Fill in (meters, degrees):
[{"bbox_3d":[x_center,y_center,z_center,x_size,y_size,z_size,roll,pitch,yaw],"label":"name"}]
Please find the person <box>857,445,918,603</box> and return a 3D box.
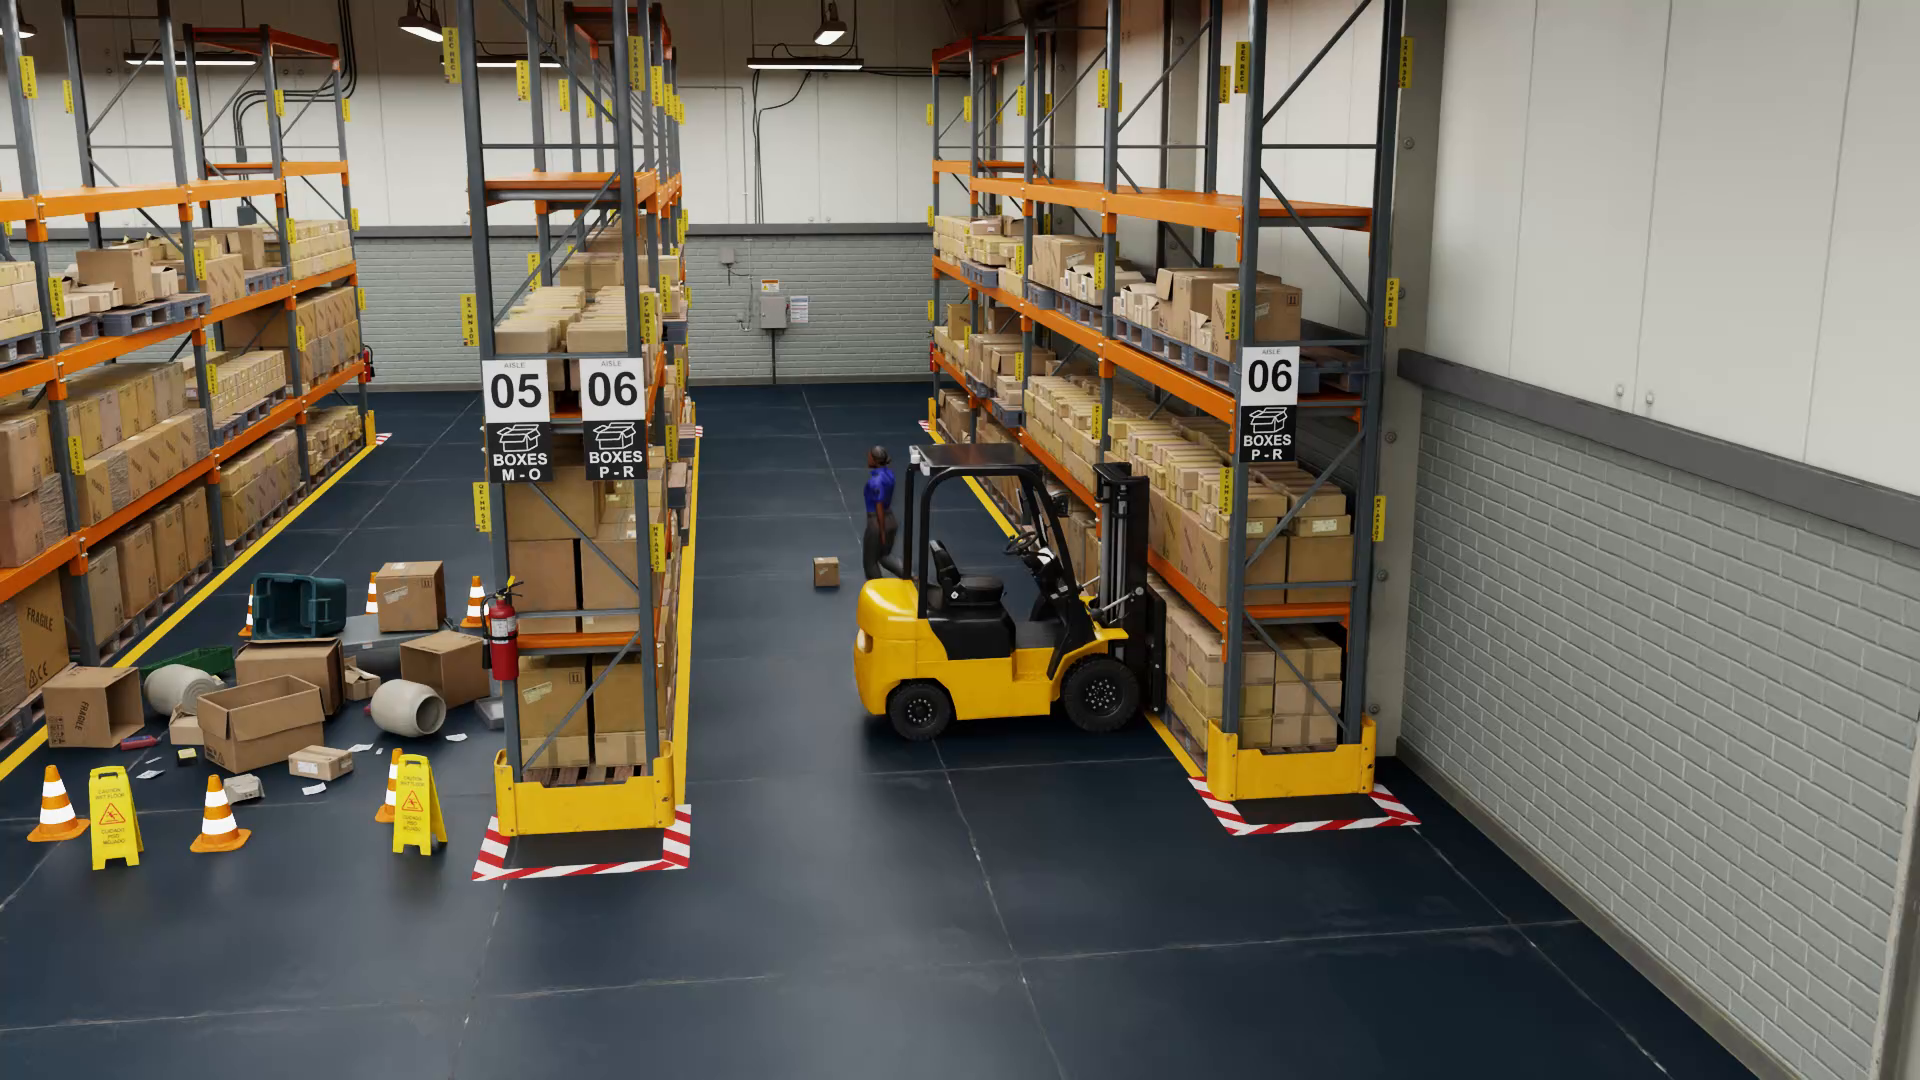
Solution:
[{"bbox_3d":[-0.729,-0.119,16.456,0.682,1.628,0.458,6,14,23],"label":"person"}]
